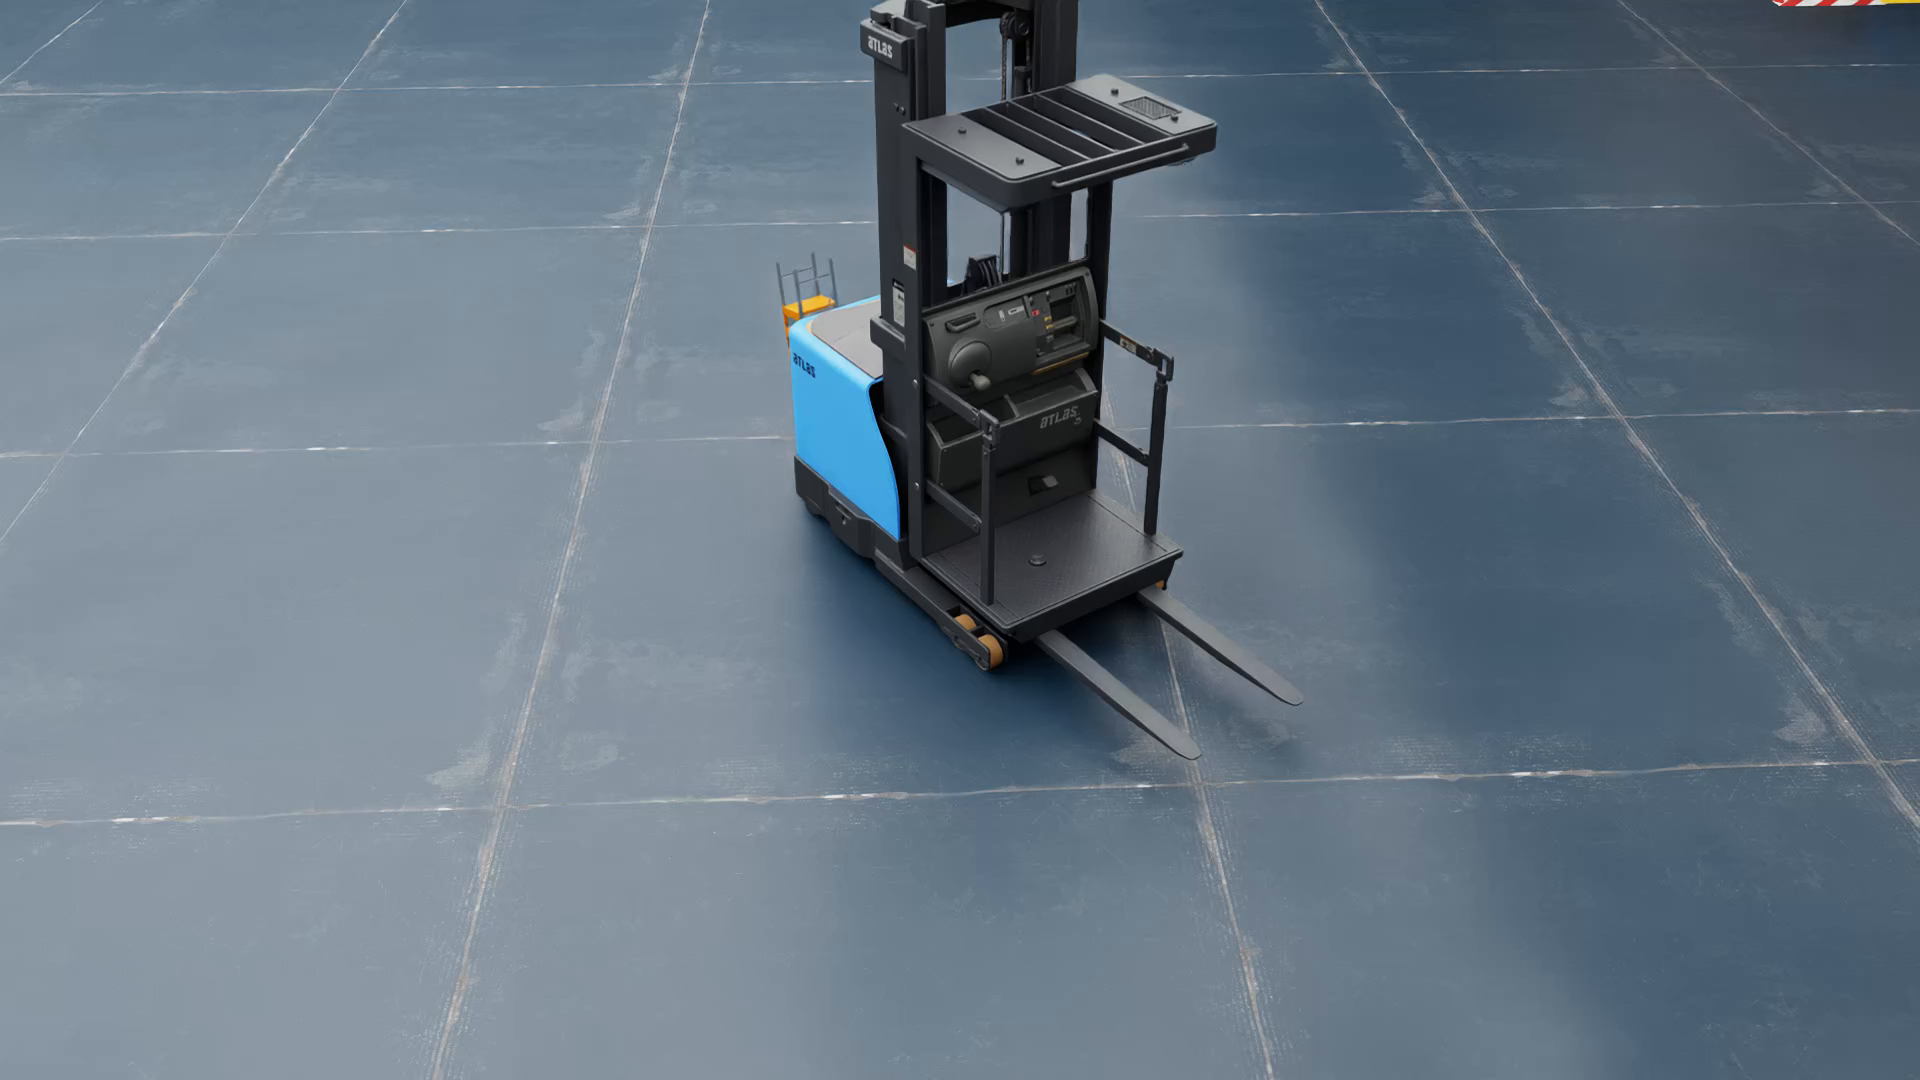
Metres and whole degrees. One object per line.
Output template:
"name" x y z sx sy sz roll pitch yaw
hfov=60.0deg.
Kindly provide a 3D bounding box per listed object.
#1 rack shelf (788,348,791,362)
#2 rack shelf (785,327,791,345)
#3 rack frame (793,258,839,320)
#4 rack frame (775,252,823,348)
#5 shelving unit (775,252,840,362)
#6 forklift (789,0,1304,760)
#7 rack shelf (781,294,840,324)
"rack shelf" -0.771 -1.006 9.004 0.258 0.103 0.180 -22 30 -29
"rack shelf" -0.783 -1.113 8.951 0.258 0.103 0.180 -22 30 -29
"rack frame" -0.710 -0.910 8.969 0.240 1.200 0.006 -22 30 -29
"rack frame" -0.816 -0.967 9.107 0.240 1.200 0.006 -22 30 -29
"shelving unit" -0.763 -0.938 9.038 0.258 1.200 0.189 -22 30 -29
"forklift" 0.374 -0.906 7.483 1.130 2.935 3.031 -22 40 -28
"rack shelf" -0.796 -1.220 8.899 0.258 0.103 0.180 -22 30 -29
